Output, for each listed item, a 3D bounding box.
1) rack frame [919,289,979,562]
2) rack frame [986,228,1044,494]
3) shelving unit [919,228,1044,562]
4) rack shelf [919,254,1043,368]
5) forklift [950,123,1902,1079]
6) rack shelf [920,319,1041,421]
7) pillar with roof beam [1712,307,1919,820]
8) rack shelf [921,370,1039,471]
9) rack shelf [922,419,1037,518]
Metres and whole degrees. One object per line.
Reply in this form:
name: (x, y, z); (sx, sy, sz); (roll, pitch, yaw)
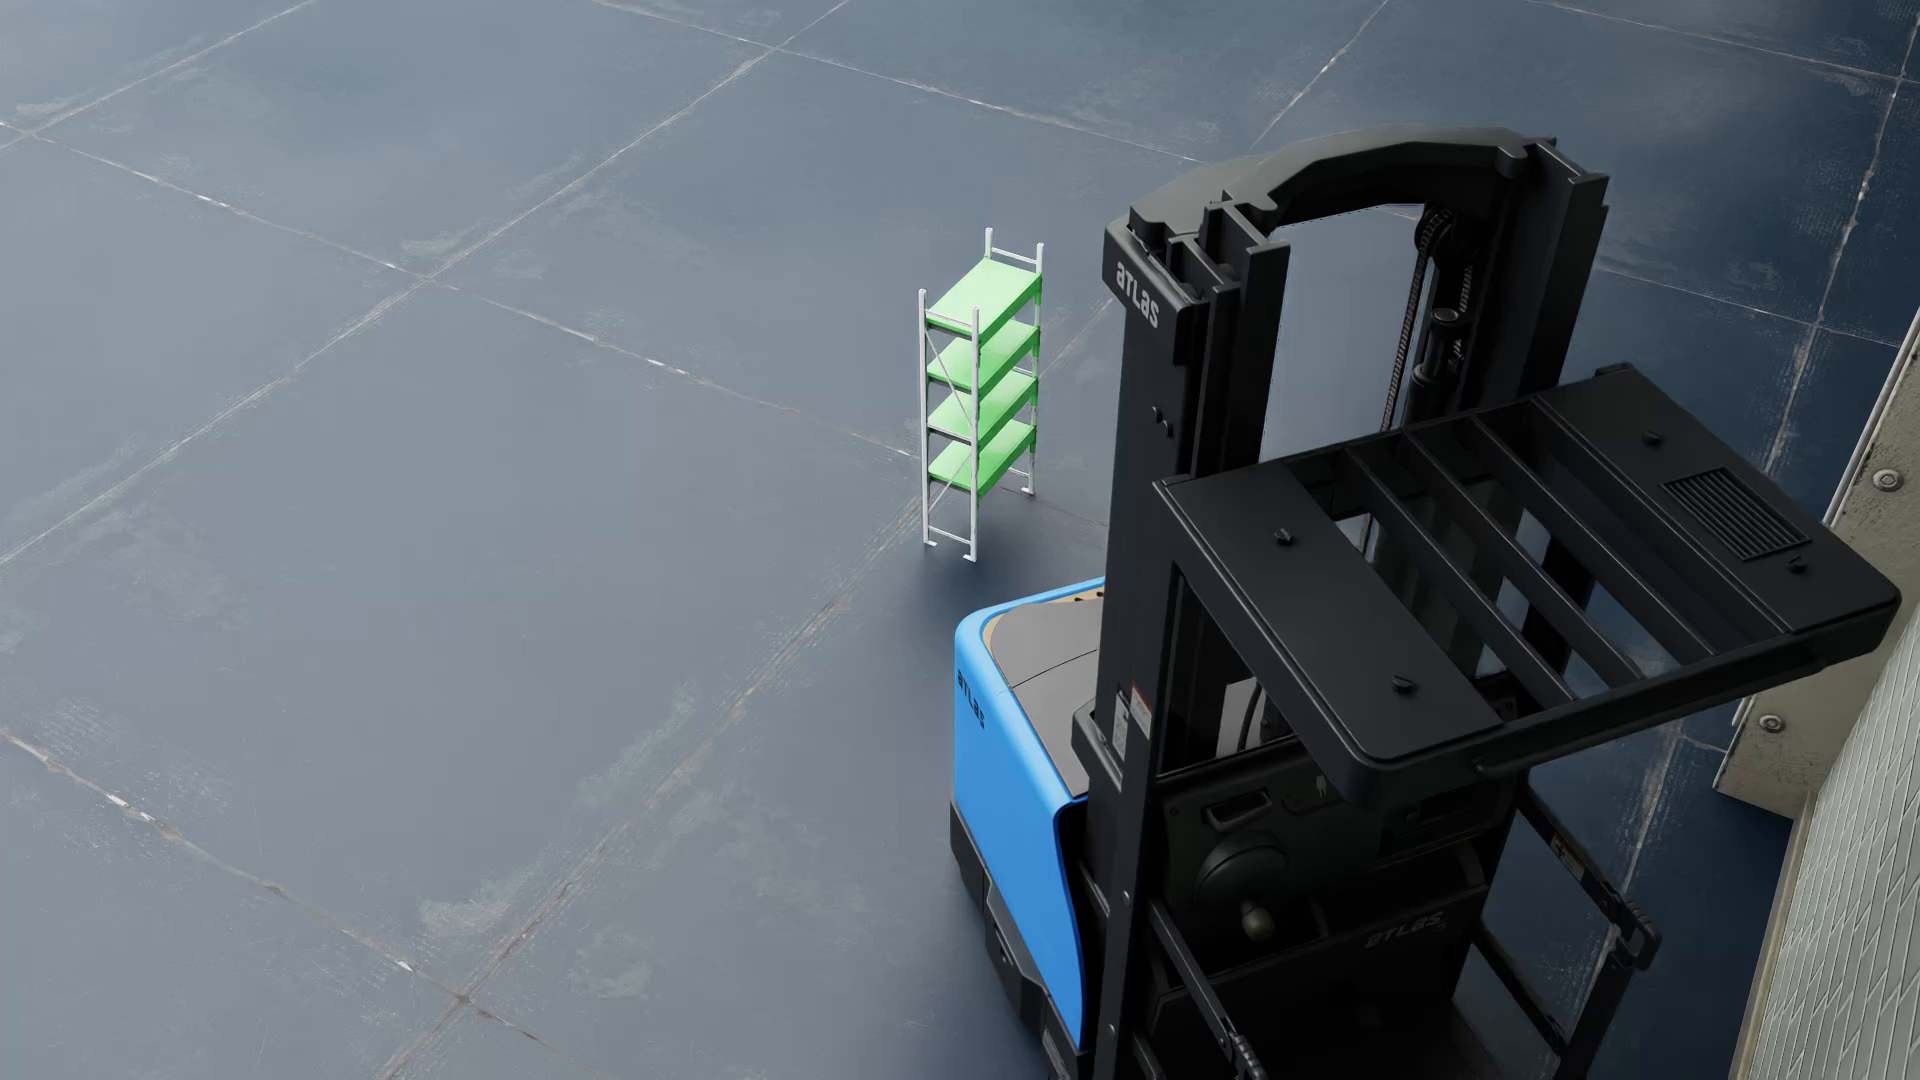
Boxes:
rack frame: (-0.039, -0.405, 6.302); (0.240, 1.200, 0.015); (21, 45, 22)
rack frame: (0.205, -0.685, 6.620); (0.240, 1.200, 0.015); (21, 45, 22)
shelving unit: (0.083, -0.545, 6.461); (0.258, 1.200, 0.503); (21, 45, 22)
rack shelf: (0.083, -0.857, 6.186); (0.258, 0.148, 0.480); (21, 45, 22)
forklift: (0.973, 0.721, 3.713); (1.130, 2.935, 3.031); (-14, 43, -16)
rack shelf: (0.083, -0.677, 6.345); (0.258, 0.148, 0.480); (21, 45, 22)
pillar with roof beam: (-0.885, -4.000, 4.483); (9.100, 9.000, 0.400); (21, 45, 22)
rack shelf: (0.083, -0.497, 6.503); (0.258, 0.148, 0.480); (21, 45, 22)
rack shelf: (0.083, -0.317, 6.662); (0.258, 0.148, 0.480); (21, 45, 22)
